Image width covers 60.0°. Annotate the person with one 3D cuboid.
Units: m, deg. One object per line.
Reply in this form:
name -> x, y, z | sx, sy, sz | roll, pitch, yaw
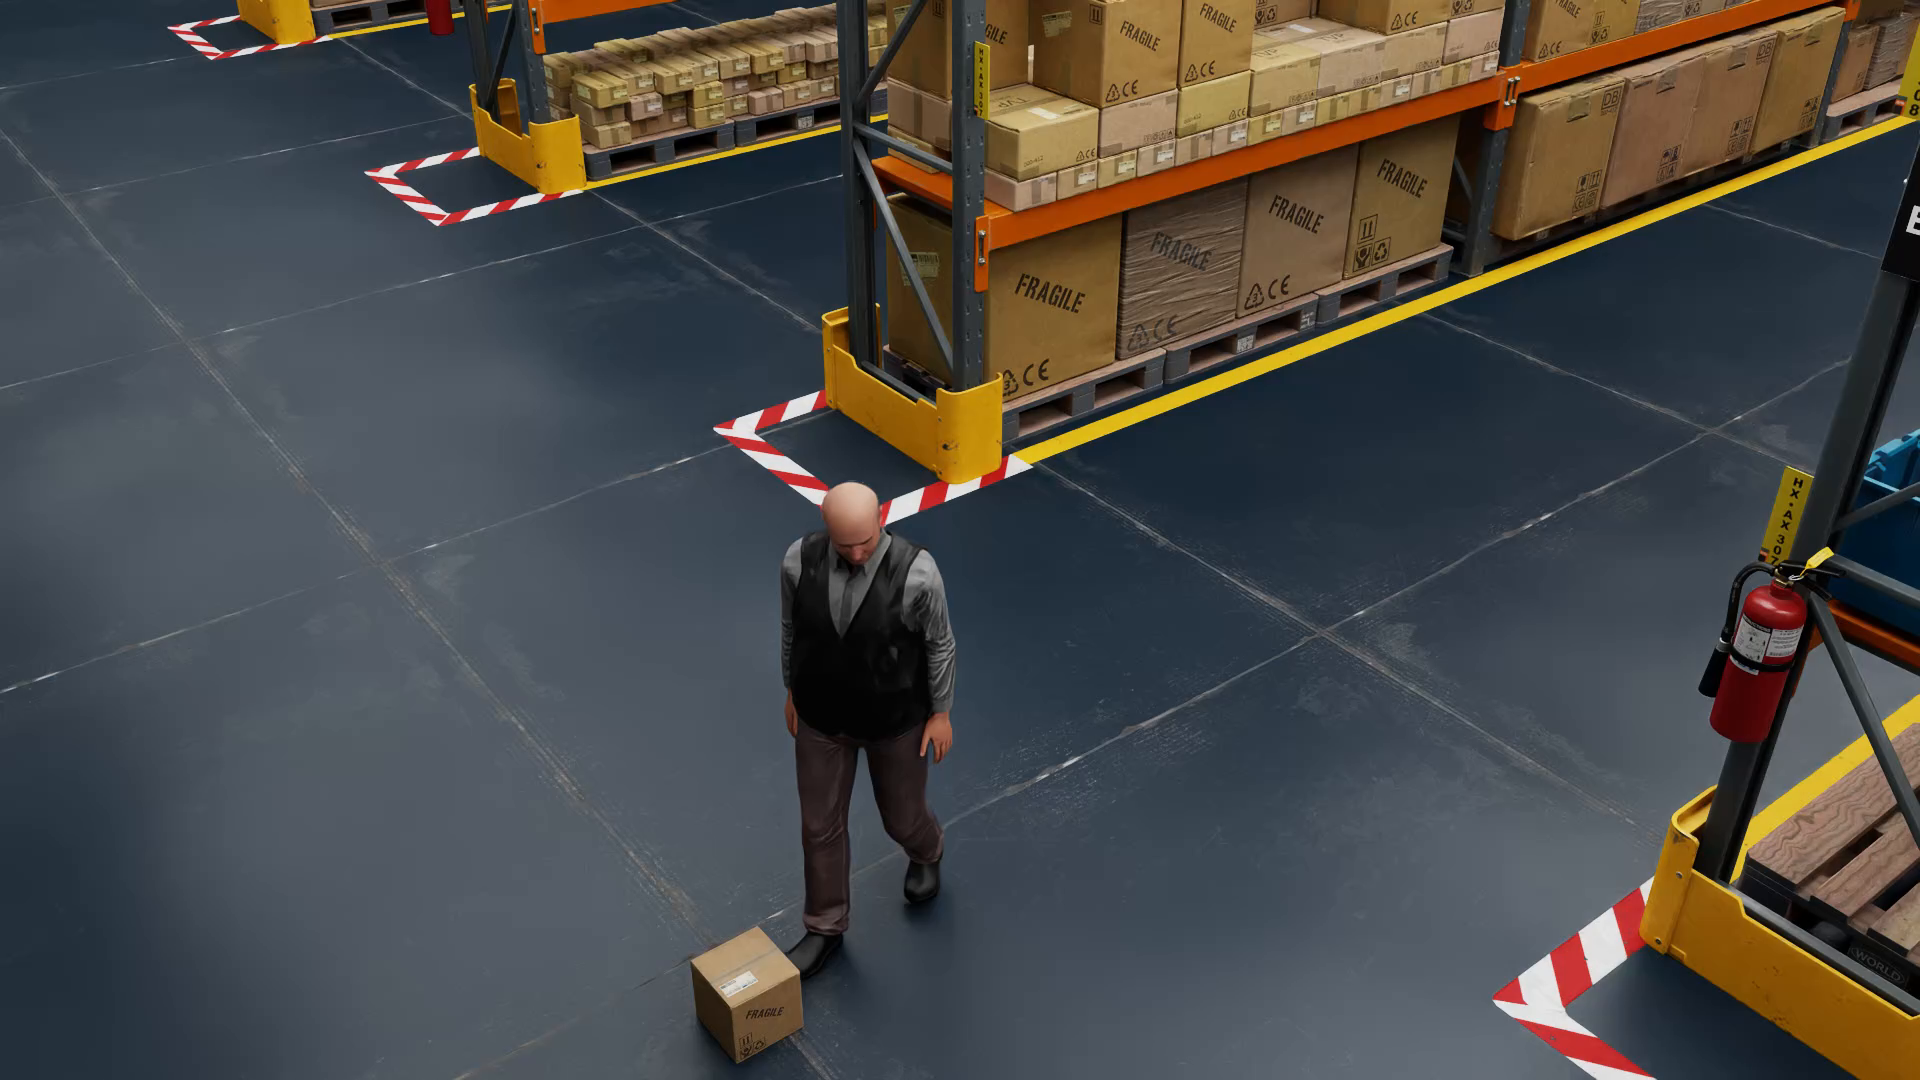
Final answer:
person -> -0.319, 0.583, 5.228 | 0.564, 1.697, 0.732 | 9, 33, 14
